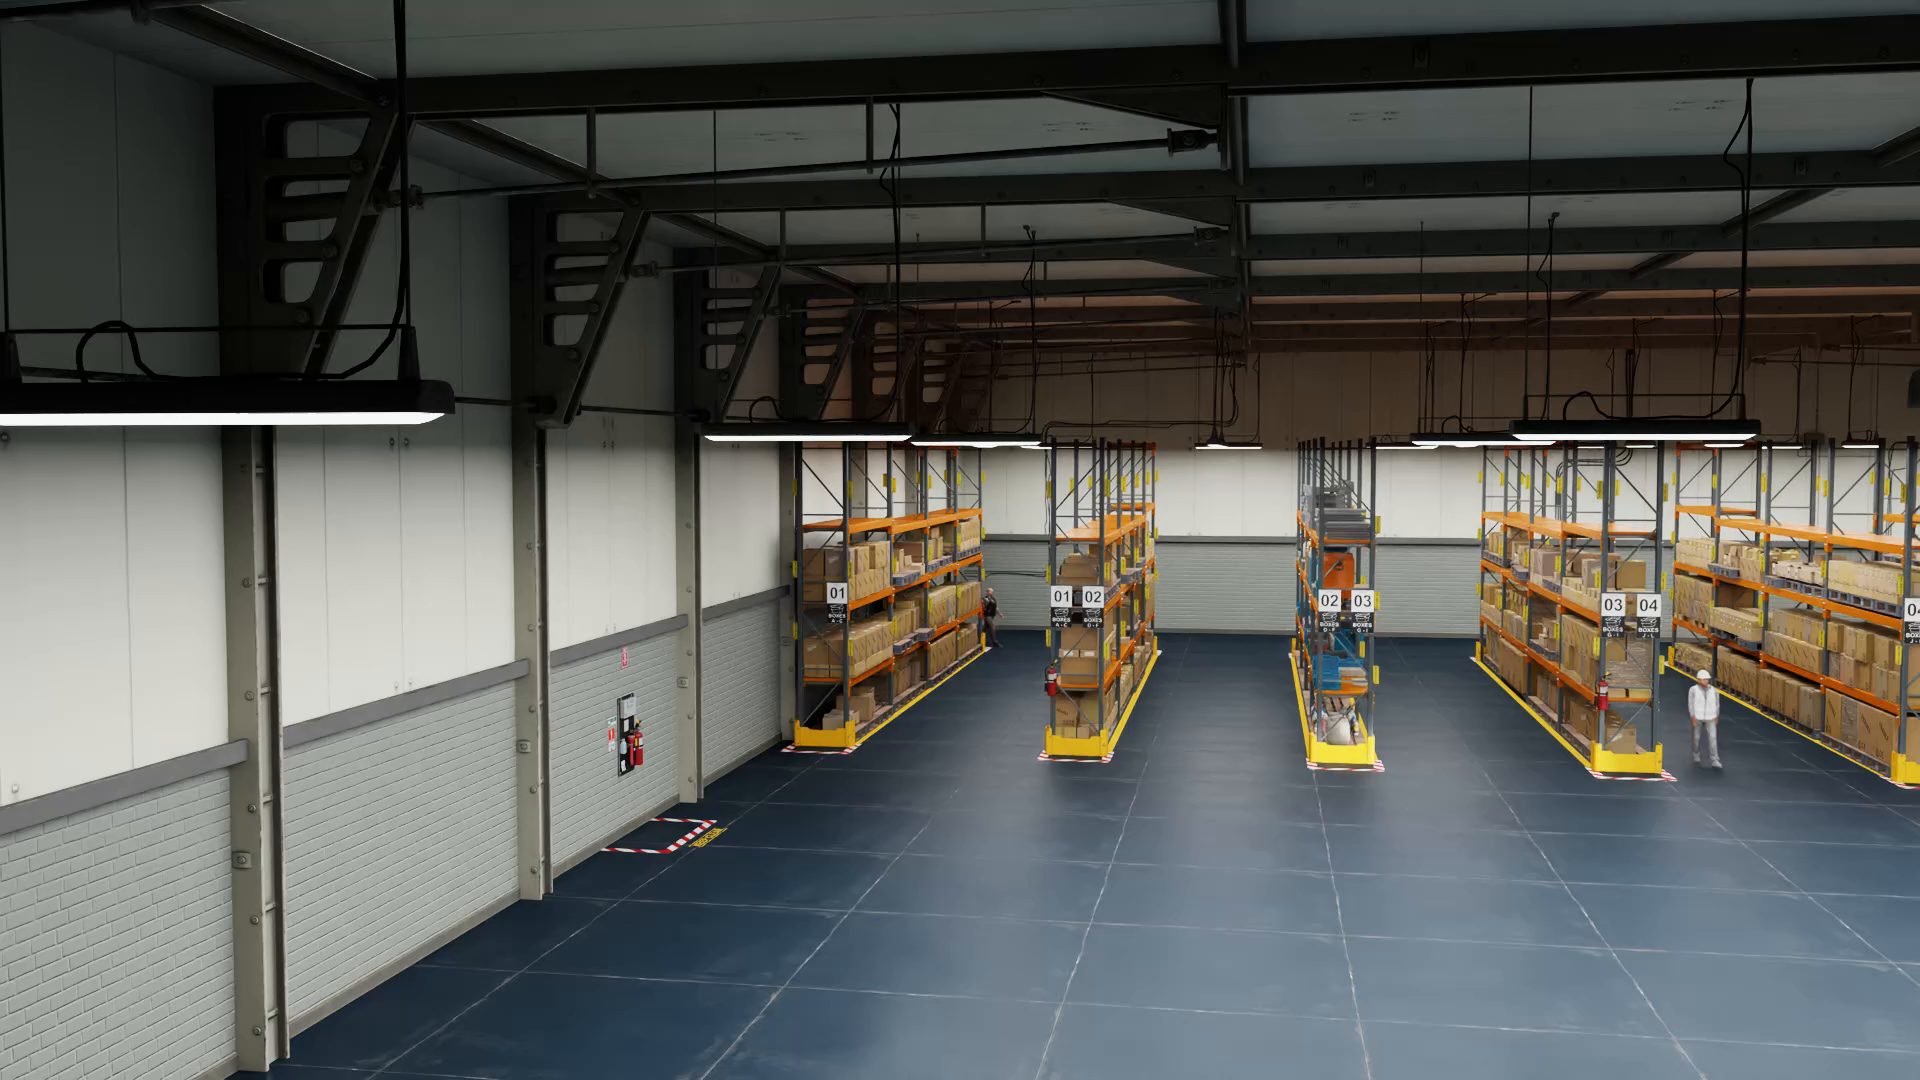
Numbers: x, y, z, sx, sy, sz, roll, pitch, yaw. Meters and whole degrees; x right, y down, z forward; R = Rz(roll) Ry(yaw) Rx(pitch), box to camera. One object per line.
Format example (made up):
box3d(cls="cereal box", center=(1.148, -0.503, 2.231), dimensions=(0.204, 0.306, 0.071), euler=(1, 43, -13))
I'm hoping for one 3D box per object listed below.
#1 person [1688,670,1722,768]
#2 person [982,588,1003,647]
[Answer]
box3d(cls="person", center=(13.535, 3.229, 30.242), dimensions=(0.556, 1.725, 0.983), euler=(1, 3, 16))
box3d(cls="person", center=(0.915, 2.276, 49.073), dimensions=(0.776, 1.715, 0.558), euler=(1, 3, 26))
